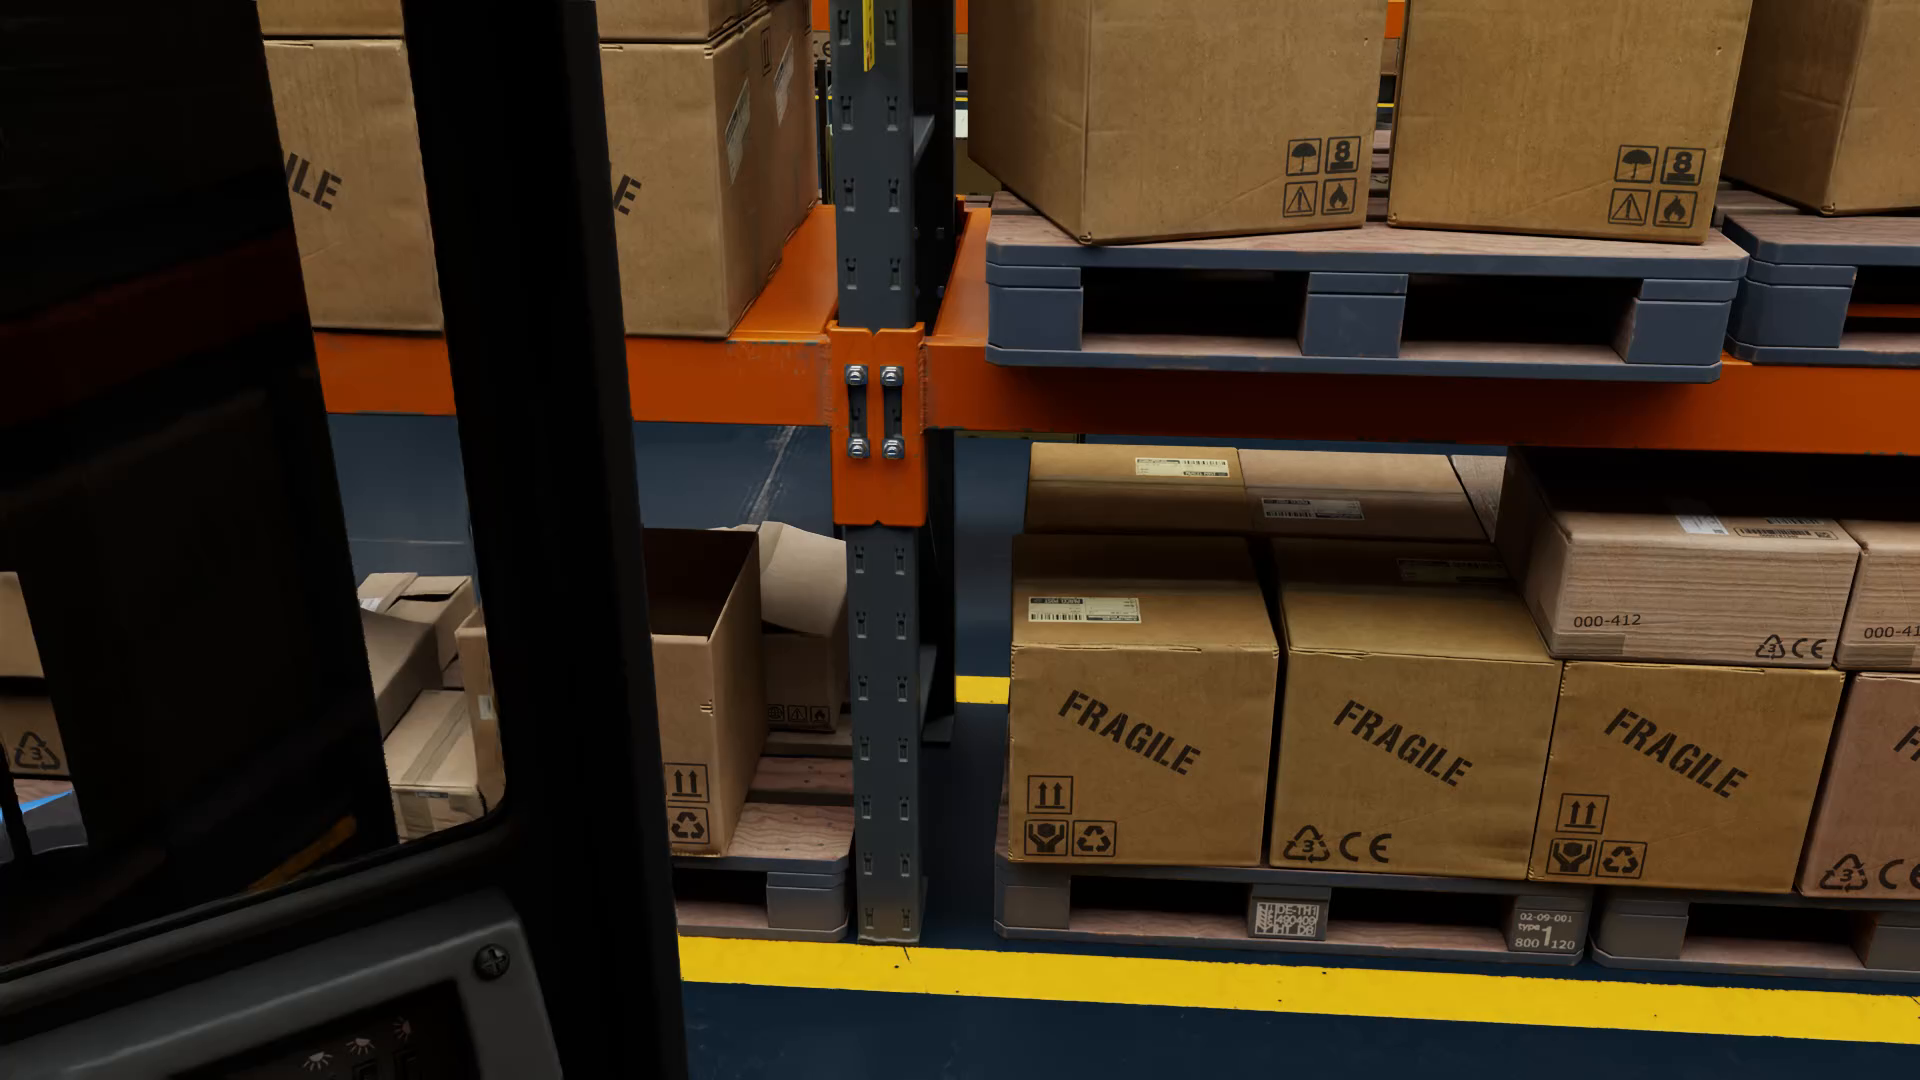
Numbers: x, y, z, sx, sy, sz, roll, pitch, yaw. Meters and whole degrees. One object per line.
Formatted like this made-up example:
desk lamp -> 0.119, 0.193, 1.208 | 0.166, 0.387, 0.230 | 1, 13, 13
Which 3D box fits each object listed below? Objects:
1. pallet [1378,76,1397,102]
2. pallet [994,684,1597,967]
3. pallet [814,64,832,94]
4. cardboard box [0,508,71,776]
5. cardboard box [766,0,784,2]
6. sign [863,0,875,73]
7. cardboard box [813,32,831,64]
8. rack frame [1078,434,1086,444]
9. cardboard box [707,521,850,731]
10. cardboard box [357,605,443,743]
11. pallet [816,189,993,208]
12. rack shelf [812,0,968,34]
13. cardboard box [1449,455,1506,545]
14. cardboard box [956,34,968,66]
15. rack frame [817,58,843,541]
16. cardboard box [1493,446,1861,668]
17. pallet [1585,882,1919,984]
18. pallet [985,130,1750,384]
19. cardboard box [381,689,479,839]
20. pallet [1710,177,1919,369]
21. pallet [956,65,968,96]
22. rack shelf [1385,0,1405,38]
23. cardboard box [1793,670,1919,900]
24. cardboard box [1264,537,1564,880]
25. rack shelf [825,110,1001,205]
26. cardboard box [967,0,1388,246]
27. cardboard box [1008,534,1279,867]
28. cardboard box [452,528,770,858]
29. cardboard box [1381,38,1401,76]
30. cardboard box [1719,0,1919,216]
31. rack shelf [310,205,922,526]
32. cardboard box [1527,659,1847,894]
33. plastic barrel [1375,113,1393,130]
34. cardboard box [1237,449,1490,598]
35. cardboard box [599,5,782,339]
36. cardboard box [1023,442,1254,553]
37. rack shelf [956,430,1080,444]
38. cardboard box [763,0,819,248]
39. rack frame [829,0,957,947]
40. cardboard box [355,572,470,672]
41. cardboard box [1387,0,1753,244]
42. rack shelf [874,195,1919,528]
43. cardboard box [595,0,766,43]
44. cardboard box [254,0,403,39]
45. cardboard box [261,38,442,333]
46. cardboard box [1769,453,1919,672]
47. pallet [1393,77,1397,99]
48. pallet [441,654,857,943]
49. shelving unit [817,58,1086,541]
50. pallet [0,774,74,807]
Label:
pallet -> 2.647, -3.564, 12.744 | 1.213, 0.211, 1.003 | 2, 25, 4
pallet -> 0.704, 0.543, 3.817 | 1.213, 0.211, 1.003 | 2, 25, 4
pallet -> -1.320, -3.690, 13.018 | 1.213, 0.211, 1.003 | 2, 25, 4
cardboard box -> -1.984, 0.143, 3.812 | 0.637, 0.503, 0.797 | 2, 25, 4
cardboard box -> -0.558, -1.366, 3.314 | 0.500, 0.500, 0.500 | 2, 25, 5
sign -> -0.144, -0.900, 2.583 | 0.005, 0.325, 0.100 | 2, 25, 4
cardboard box -> -0.897, -4.171, 12.766 | 0.875, 0.875, 0.875 | 2, 25, 4
rack frame -> 0.372, -0.669, 4.911 | 0.023, 1.500, 0.400 | 2, 25, 4
cardboard box -> -0.512, 0.184, 3.951 | 0.500, 0.311, 0.500 | 2, 25, 4
cardboard box -> -1.448, 0.364, 3.561 | 0.500, 0.311, 0.500 | 2, 25, 4
pallet -> -0.463, -1.539, 8.341 | 1.213, 0.211, 1.003 | 2, 25, 4
rack shelf -> -1.721, -2.535, 8.032 | 4.000, 0.370, 1.077 | 2, 25, 4
cardboard box -> 1.396, 0.134, 3.835 | 0.500, 0.500, 0.500 | 2, 25, 5
cardboard box -> 0.000, -4.142, 12.703 | 0.875, 0.875, 0.875 | 2, 25, 4
rack frame -> -0.358, -0.693, 4.962 | 0.023, 1.500, 0.400 | 2, 25, 4
cardboard box -> 1.351, 0.010, 3.206 | 0.500, 0.250, 0.500 | 2, 25, 4
pallet -> 1.924, 0.581, 3.734 | 1.213, 0.211, 1.003 | 2, 25, 4
pallet -> 0.678, -0.575, 3.142 | 1.213, 0.211, 1.003 | 2, 25, 4
cardboard box -> -1.078, 0.475, 3.514 | 0.250, 0.149, 0.380 | 2, 25, 4
pallet -> 1.939, -0.579, 3.149 | 1.213, 0.211, 1.003 | 2, 25, 4
pallet -> -0.100, -3.652, 12.935 | 1.213, 0.211, 1.003 | 2, 25, 4
rack shelf -> 2.267, -2.407, 7.754 | 4.000, 0.370, 1.077 | 2, 25, 4
cardboard box -> 1.888, 0.367, 3.328 | 0.500, 0.500, 0.500 | 1, 25, 2
cardboard box -> 0.886, 0.332, 3.405 | 0.500, 0.500, 0.500 | 2, 25, 5
rack shelf -> 0.007, -1.036, 4.773 | 0.720, 0.370, 0.431 | 2, 25, 4
cardboard box -> 0.345, -0.861, 2.912 | 0.500, 0.500, 0.700 | -6, 25, -14
cardboard box -> 0.354, 0.319, 3.432 | 0.500, 0.500, 0.500 | 1, 25, 2
cardboard box -> -0.700, 0.302, 3.469 | 0.500, 0.500, 0.500 | 2, 25, 4
cardboard box -> 3.066, -4.022, 12.443 | 0.875, 0.875, 1.225 | 2, 25, 4
cardboard box -> 1.656, -0.939, 3.080 | 0.500, 0.500, 0.700 | -4, 25, -9
rack shelf -> -2.104, -0.471, 3.545 | 4.000, 0.370, 1.077 | 2, 25, 4
cardboard box -> 1.384, 0.351, 3.364 | 0.500, 0.500, 0.500 | 2, 25, 5
plastic barrel -> 2.076, -1.756, 7.952 | 0.421, 0.512, 0.421 | 0, 25, 0
cardboard box -> 0.896, 0.118, 3.870 | 0.500, 0.500, 0.500 | 2, 25, 4
cardboard box -> -0.628, -0.688, 3.037 | 0.500, 0.500, 0.500 | 2, 25, 5
cardboard box -> 0.404, 0.098, 3.912 | 0.500, 0.500, 0.500 | 2, 25, 4
rack shelf -> 0.007, -0.385, 5.072 | 0.720, 0.370, 0.431 | 2, 25, 4
cardboard box -> -0.597, -0.909, 3.517 | 0.500, 0.500, 0.500 | 2, 25, 5
rack frame -> -0.110, -0.734, 3.256 | 0.127, 3.000, 1.000 | 2, 25, 4
cardboard box -> -1.375, 0.227, 4.032 | 0.250, 0.166, 0.380 | 2, 25, 4
cardboard box -> 1.036, -0.866, 2.921 | 0.500, 0.500, 0.700 | 6, 25, 12
rack shelf -> 1.884, -0.343, 3.267 | 4.000, 0.370, 1.077 | 2, 25, 4
cardboard box -> -0.634, -1.142, 2.827 | 0.500, 0.500, 0.500 | 2, 25, 4
cardboard box -> -1.145, -1.157, 2.860 | 0.500, 0.500, 0.500 | 1, 25, 3
cardboard box -> -1.142, -0.704, 3.072 | 0.500, 0.500, 0.500 | 3, 25, 5
cardboard box -> 1.851, 0.026, 3.171 | 0.500, 0.250, 0.500 | 1, 25, 3
pallet -> 3.860, -3.524, 12.656 | 1.213, 0.211, 1.003 | 2, 25, 4
pallet -> -0.795, 0.511, 3.888 | 1.213, 0.211, 1.003 | 2, 25, 4
shelving unit -> 0.007, -0.681, 4.936 | 0.755, 1.500, 0.431 | 2, 25, 4
pallet -> -2.014, 0.473, 3.970 | 1.213, 0.211, 1.003 | 2, 25, 4
